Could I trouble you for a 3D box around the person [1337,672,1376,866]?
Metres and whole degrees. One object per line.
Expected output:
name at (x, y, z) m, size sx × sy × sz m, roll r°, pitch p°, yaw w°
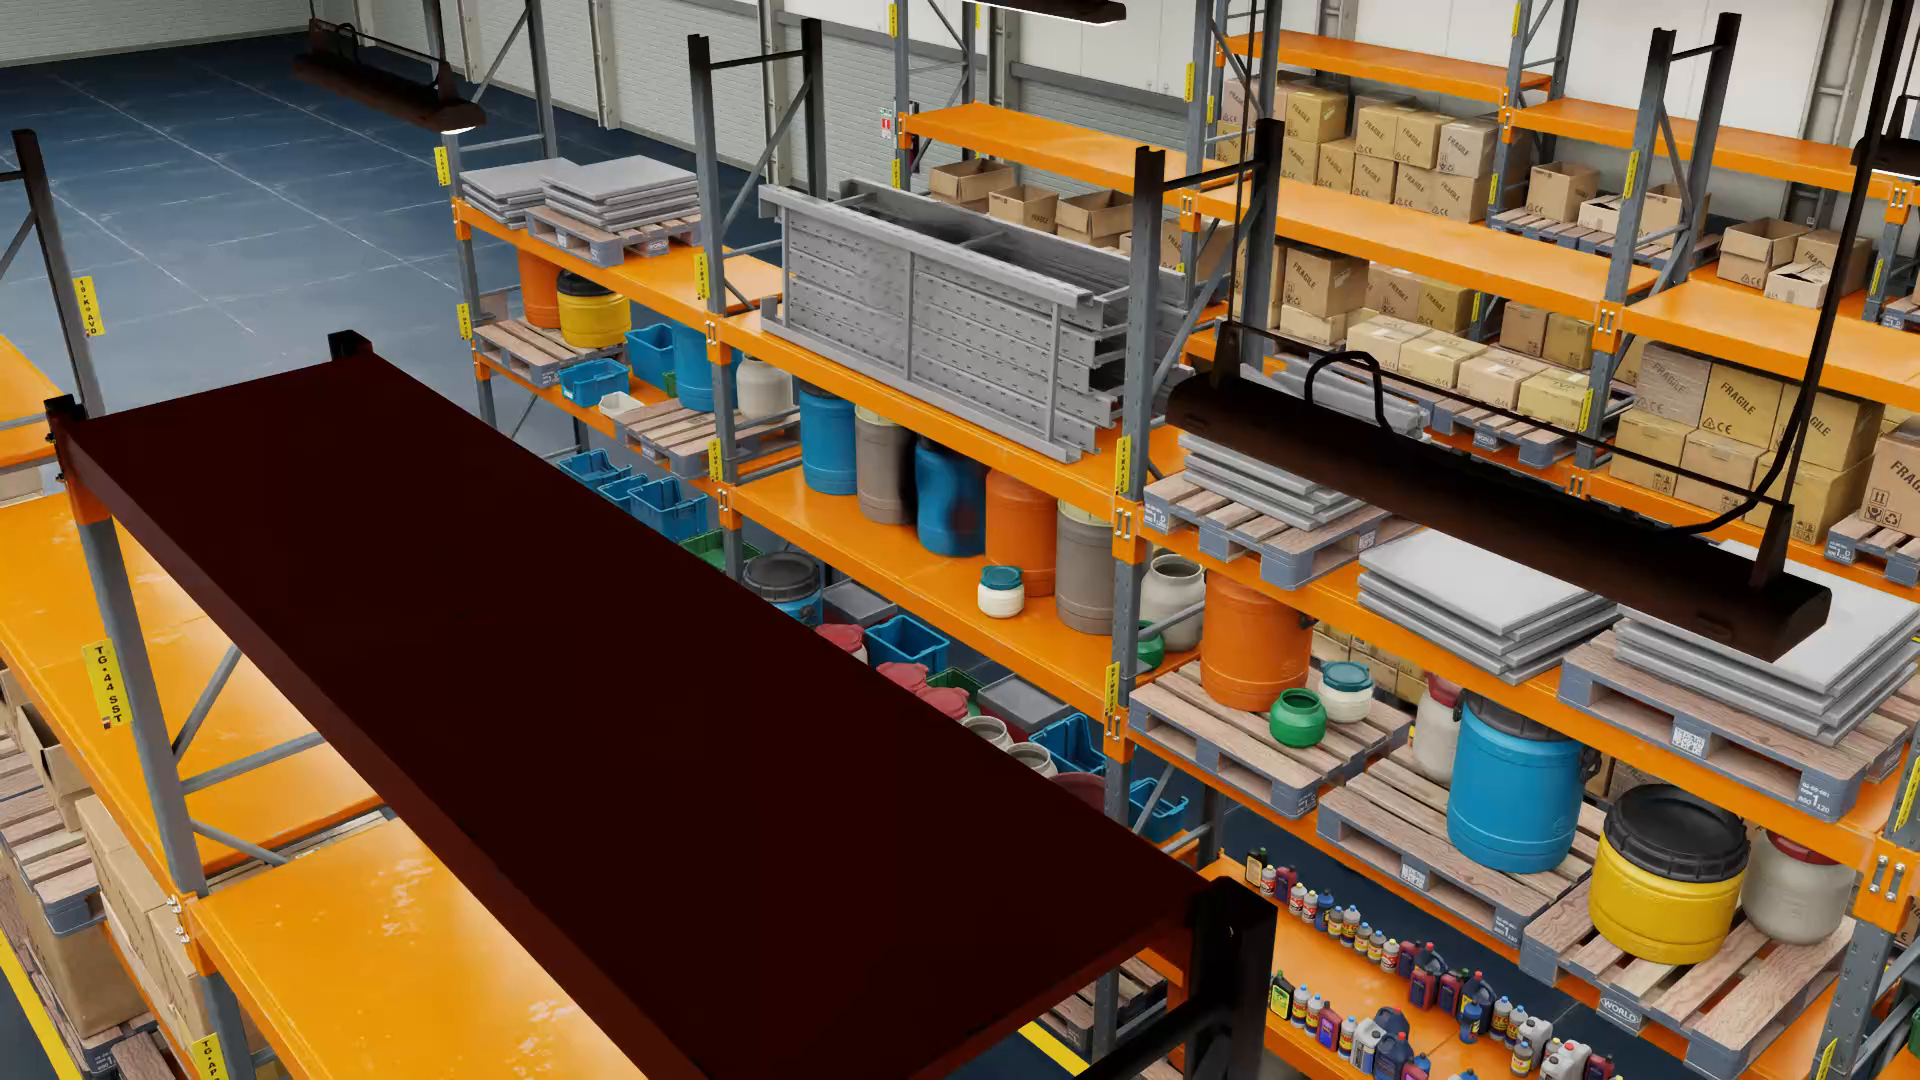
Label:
person at (2.837, 1.670, 12.431) m, size 0.685 × 1.718 × 0.588 m, roll 20°, pitch 33°, yaw 34°
